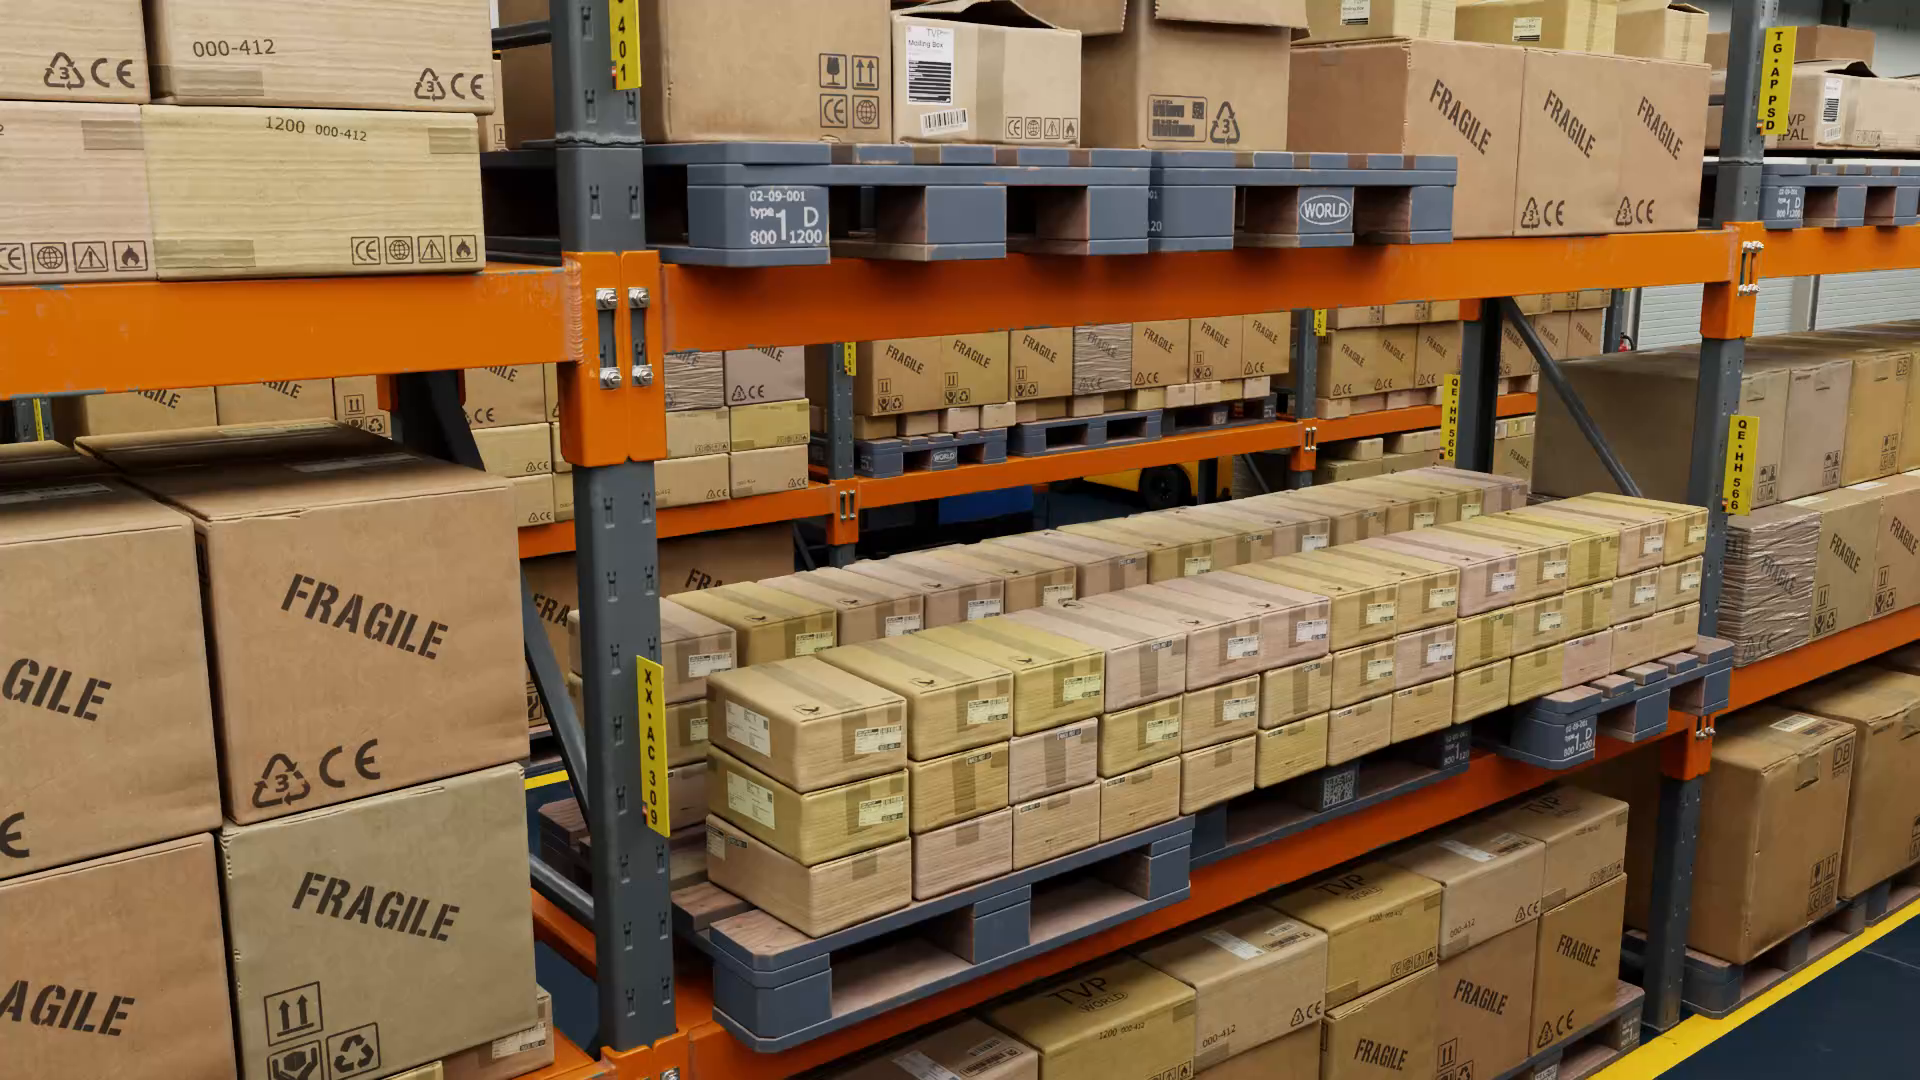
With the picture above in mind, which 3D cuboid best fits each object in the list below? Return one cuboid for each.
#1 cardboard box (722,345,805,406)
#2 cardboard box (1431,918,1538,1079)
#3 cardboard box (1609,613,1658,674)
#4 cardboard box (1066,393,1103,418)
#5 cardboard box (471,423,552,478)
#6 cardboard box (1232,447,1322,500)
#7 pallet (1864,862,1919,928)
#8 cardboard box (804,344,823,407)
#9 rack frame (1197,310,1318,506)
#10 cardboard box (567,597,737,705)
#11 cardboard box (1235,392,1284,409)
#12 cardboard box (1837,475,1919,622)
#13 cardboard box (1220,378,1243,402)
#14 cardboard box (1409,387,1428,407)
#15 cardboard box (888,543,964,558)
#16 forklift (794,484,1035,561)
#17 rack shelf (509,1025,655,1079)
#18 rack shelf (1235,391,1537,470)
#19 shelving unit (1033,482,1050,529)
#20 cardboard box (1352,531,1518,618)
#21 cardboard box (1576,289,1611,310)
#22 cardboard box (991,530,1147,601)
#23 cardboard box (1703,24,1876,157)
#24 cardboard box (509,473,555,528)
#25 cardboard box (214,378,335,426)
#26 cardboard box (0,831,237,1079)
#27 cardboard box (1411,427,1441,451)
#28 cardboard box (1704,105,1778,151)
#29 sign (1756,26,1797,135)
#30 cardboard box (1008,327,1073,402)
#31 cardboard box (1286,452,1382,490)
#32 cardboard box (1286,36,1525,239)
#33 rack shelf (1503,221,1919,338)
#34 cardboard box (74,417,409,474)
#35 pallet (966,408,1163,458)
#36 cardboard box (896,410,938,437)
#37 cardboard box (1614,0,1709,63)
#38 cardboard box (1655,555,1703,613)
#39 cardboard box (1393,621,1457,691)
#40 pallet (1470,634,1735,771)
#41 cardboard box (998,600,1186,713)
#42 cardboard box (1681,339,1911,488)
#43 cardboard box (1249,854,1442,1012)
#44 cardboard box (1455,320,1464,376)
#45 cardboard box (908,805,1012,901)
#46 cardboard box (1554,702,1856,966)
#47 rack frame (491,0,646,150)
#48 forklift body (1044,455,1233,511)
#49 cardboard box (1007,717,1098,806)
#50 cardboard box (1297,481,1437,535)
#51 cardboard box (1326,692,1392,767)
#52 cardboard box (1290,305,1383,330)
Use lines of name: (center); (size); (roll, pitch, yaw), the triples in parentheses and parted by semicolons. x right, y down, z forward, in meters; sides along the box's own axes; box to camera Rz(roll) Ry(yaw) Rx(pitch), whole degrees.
cardboard box: (-1.196, -1.023, 9.077); (0.500, 0.500, 0.500); (-10, 16, -39)
cardboard box: (1.457, 1.407, 5.288); (0.500, 0.500, 0.500); (-9, 15, -35)
cardboard box: (1.922, 0.283, 5.168); (0.250, 0.149, 0.380); (-9, 15, -38)
cardboard box: (0.706, -0.891, 10.697); (0.250, 0.149, 0.380); (-9, 15, -36)
cardboard box: (-2.366, -0.457, 8.219); (0.500, 0.250, 0.500); (-10, 16, -39)
cardboard box: (2.462, -0.461, 12.882); (0.500, 0.500, 0.500); (-10, 15, -38)
pallet: (3.830, 1.312, 7.443); (1.213, 0.211, 1.003); (-9, 15, -38)
cardboard box: (-0.775, -1.098, 10.112); (0.500, 0.500, 0.500); (-10, 16, -39)
rack frame: (2.167, -1.114, 12.151); (0.127, 3.000, 1.000); (-9, 15, -38)
cardboard box: (-0.717, 0.257, 3.859); (0.250, 0.149, 0.380); (-9, 15, -35)
cardboard box: (2.228, -1.082, 12.607); (0.250, 0.149, 0.380); (-10, 15, -38)
cardboard box: (3.524, 0.000, 6.666); (0.500, 0.500, 0.500); (-9, 15, -38)
cardboard box: (1.721, -1.053, 11.461); (0.250, 0.149, 0.380); (-10, 16, -39)
cardboard box: (3.370, -1.126, 12.816); (0.250, 0.149, 0.380); (-10, 15, -38)
cardboard box: (0.063, 0.317, 10.731); (0.625, 0.372, 0.950); (-10, 15, -39)
forklift: (-0.843, -1.279, 13.098); (3.031, 2.935, 1.130); (-9, 15, -38)
rack shelf: (-2.470, 1.326, 2.396); (4.000, 0.370, 1.077); (-9, 15, -38)
rack shelf: (3.729, -1.021, 13.448); (4.000, 0.370, 1.077); (-9, 15, -38)
shelving unit: (0.513, -0.672, 14.407); (0.503, 1.200, 0.258); (-9, 15, -38)
cardboard box: (1.319, 0.091, 4.638); (0.250, 0.149, 0.380); (-9, 15, -38)
cardboard box: (5.028, -2.214, 13.972); (0.500, 0.500, 0.700); (-10, 16, -39)
cardboard box: (0.302, 0.088, 4.655); (0.250, 0.149, 0.380); (-10, 16, -40)
cardboard box: (3.398, -1.846, 6.888); (0.500, 0.500, 0.500); (-9, 15, -38)
cardboard box: (-2.362, -0.211, 8.262); (0.500, 0.250, 0.500); (-10, 15, -39)
cardboard box: (-3.176, -0.694, 7.530); (0.500, 0.500, 0.500); (-10, 15, -38)
cardboard box: (-1.516, 0.696, 2.675); (0.500, 0.500, 0.500); (-10, 16, -39)
cardboard box: (3.540, -0.800, 12.915); (0.250, 0.149, 0.380); (-8, 15, -34)
cardboard box: (2.576, -1.421, 5.730); (0.250, 0.149, 0.380); (-10, 16, -40)
sign: (2.553, -1.437, 5.207); (0.005, 0.325, 0.100); (-9, 15, -38)
cardboard box: (0.353, -1.154, 10.374); (0.500, 0.500, 0.500); (-9, 15, -37)
cardboard box: (2.797, -0.374, 12.470); (0.500, 0.500, 0.500); (-9, 15, -35)
cardboard box: (1.153, -1.074, 4.505); (0.500, 0.500, 0.500); (-9, 15, -38)
rack shelf: (3.777, -1.180, 6.973); (4.000, 0.370, 1.077); (-9, 15, -38)
cardboard box: (-1.413, 0.050, 3.309); (0.500, 0.500, 0.500); (-9, 15, -36)
pallet: (0.564, -0.764, 10.968); (1.213, 0.211, 1.003); (-9, 15, -38)
cardboard box: (-0.344, -0.720, 9.893); (0.250, 0.149, 0.380); (-11, 16, -41)
cardboard box: (2.062, -1.601, 5.141); (0.258, 0.266, 0.396); (-9, 15, -38)
cardboard box: (2.114, 0.105, 5.290); (0.250, 0.149, 0.380); (-9, 15, -37)
cardboard box: (1.108, 0.273, 4.500); (0.250, 0.149, 0.380); (-9, 15, -36)
pallet: (1.725, 0.399, 5.491); (1.003, 0.211, 1.213); (-9, 15, -38)
cardboard box: (0.299, 0.262, 3.834); (0.250, 0.149, 0.380); (-10, 15, -38)
cardboard box: (3.365, -0.532, 6.766); (0.500, 0.500, 0.700); (-10, 15, -39)
cardboard box: (1.051, 1.108, 4.892); (0.500, 0.250, 0.500); (-9, 15, -36)
cardboard box: (3.845, -1.521, 13.112); (0.500, 0.500, 0.500); (-9, 15, -37)
cardboard box: (-0.100, 0.618, 3.589); (0.250, 0.149, 0.380); (-9, 15, -37)
cardboard box: (2.747, 1.026, 6.481); (0.750, 0.750, 1.050); (-10, 15, -38)
rack frame: (-0.908, -2.220, 2.920); (0.127, 3.000, 1.000); (-9, 15, -38)
forklift body: (1.846, -1.480, 15.921); (1.214, 2.155, 2.313); (-9, 15, -38)
cardboard box: (0.089, 0.442, 3.703); (0.250, 0.149, 0.380); (-9, 15, -36)
cardboard box: (1.331, -0.083, 5.461); (0.250, 0.149, 0.380); (-10, 15, -38)
cardboard box: (0.902, 0.453, 4.369); (0.250, 0.149, 0.380); (-10, 16, -40)
cardboard box: (2.646, -1.819, 12.110); (0.500, 0.500, 0.700); (-10, 15, -38)
